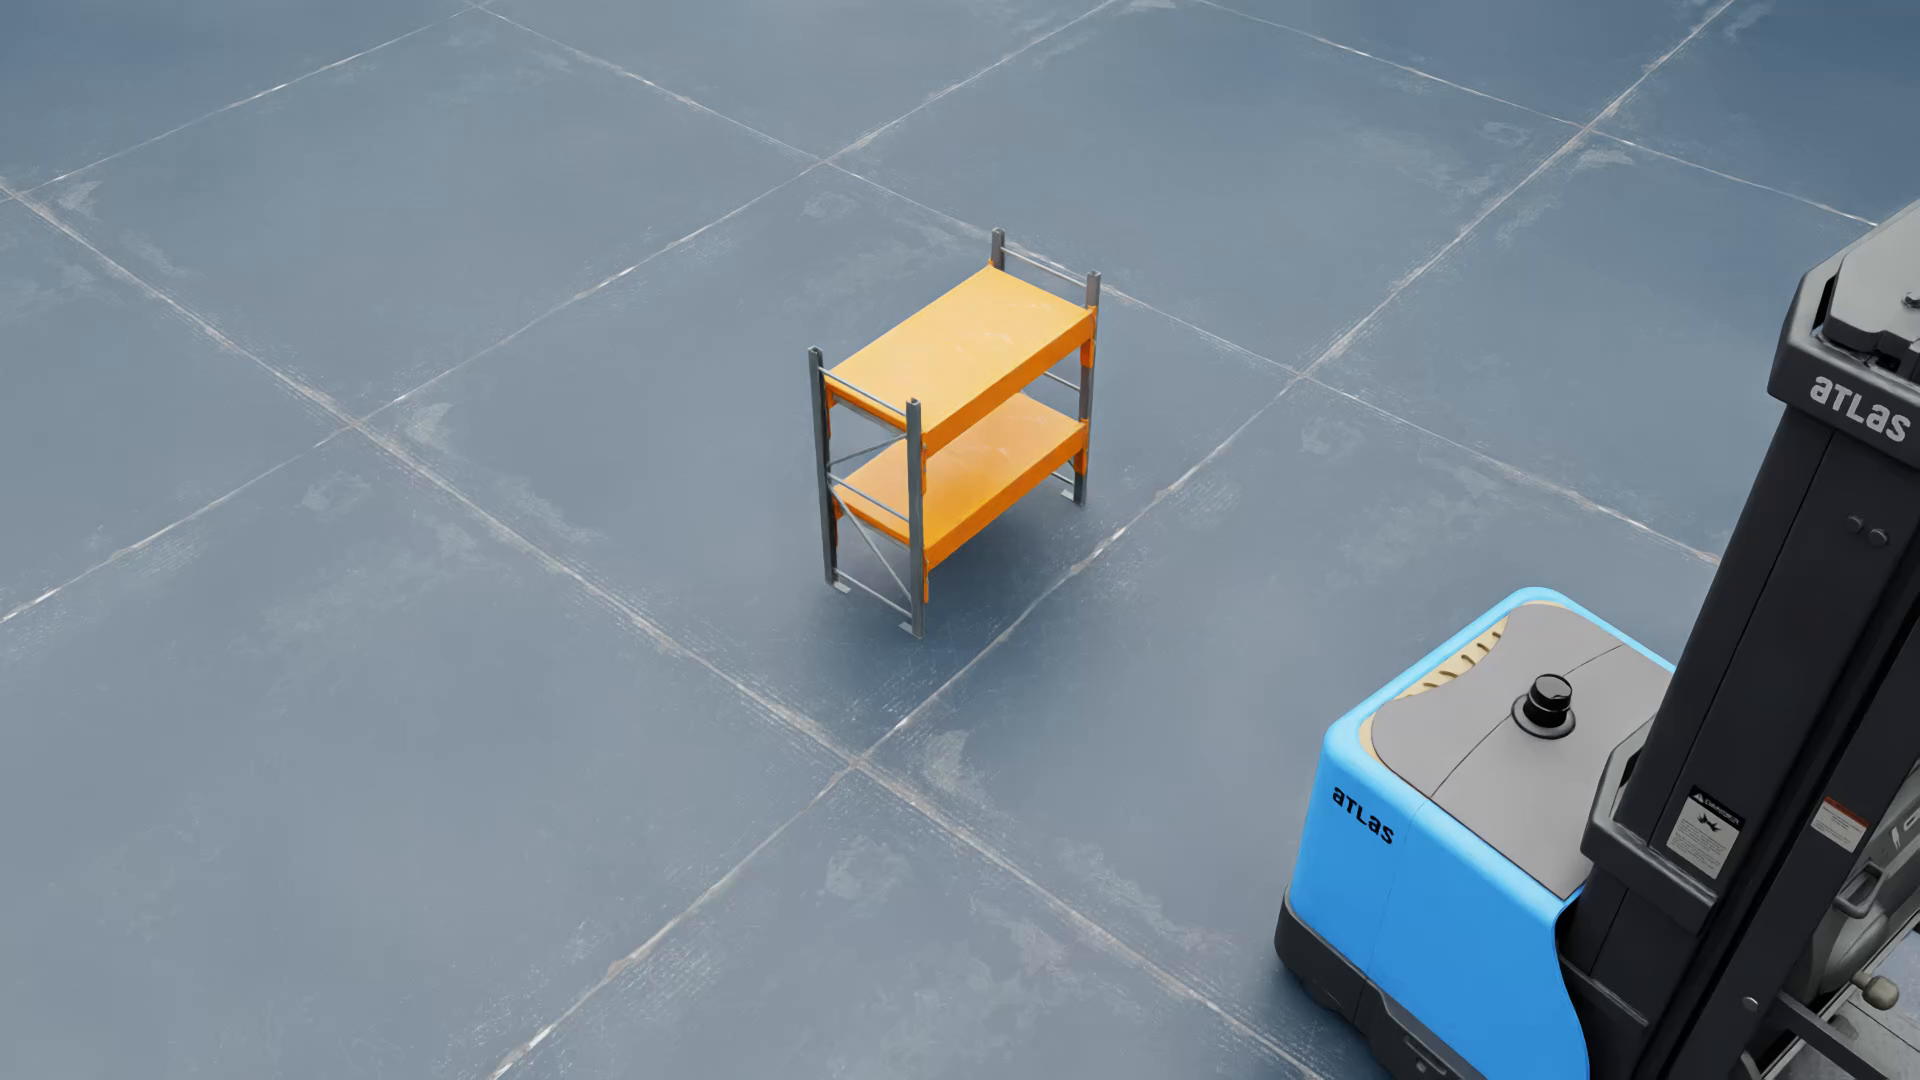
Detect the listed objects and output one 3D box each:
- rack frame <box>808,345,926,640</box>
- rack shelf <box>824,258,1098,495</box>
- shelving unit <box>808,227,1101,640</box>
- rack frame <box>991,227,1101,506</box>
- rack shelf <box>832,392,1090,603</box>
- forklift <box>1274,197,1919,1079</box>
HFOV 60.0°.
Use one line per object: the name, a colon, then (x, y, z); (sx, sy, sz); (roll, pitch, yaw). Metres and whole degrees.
rack frame: (-0.332, -0.151, 6.080); (0.500, 1.125, 0.032); (29, 50, 28)
rack shelf: (-0.004, -0.629, 6.171); (0.538, 0.278, 1.000); (29, 50, 28)
shelving unit: (-0.004, -0.413, 6.368); (0.538, 1.125, 1.048); (29, 50, 28)
rack frame: (0.323, -0.674, 6.656); (0.500, 1.125, 0.032); (29, 50, 28)
rack shelf: (-0.004, -0.232, 6.532); (0.538, 0.278, 1.000); (29, 50, 28)
forklift: (2.316, 0.796, 3.696); (1.130, 2.935, 3.031); (-29, 50, -28)
